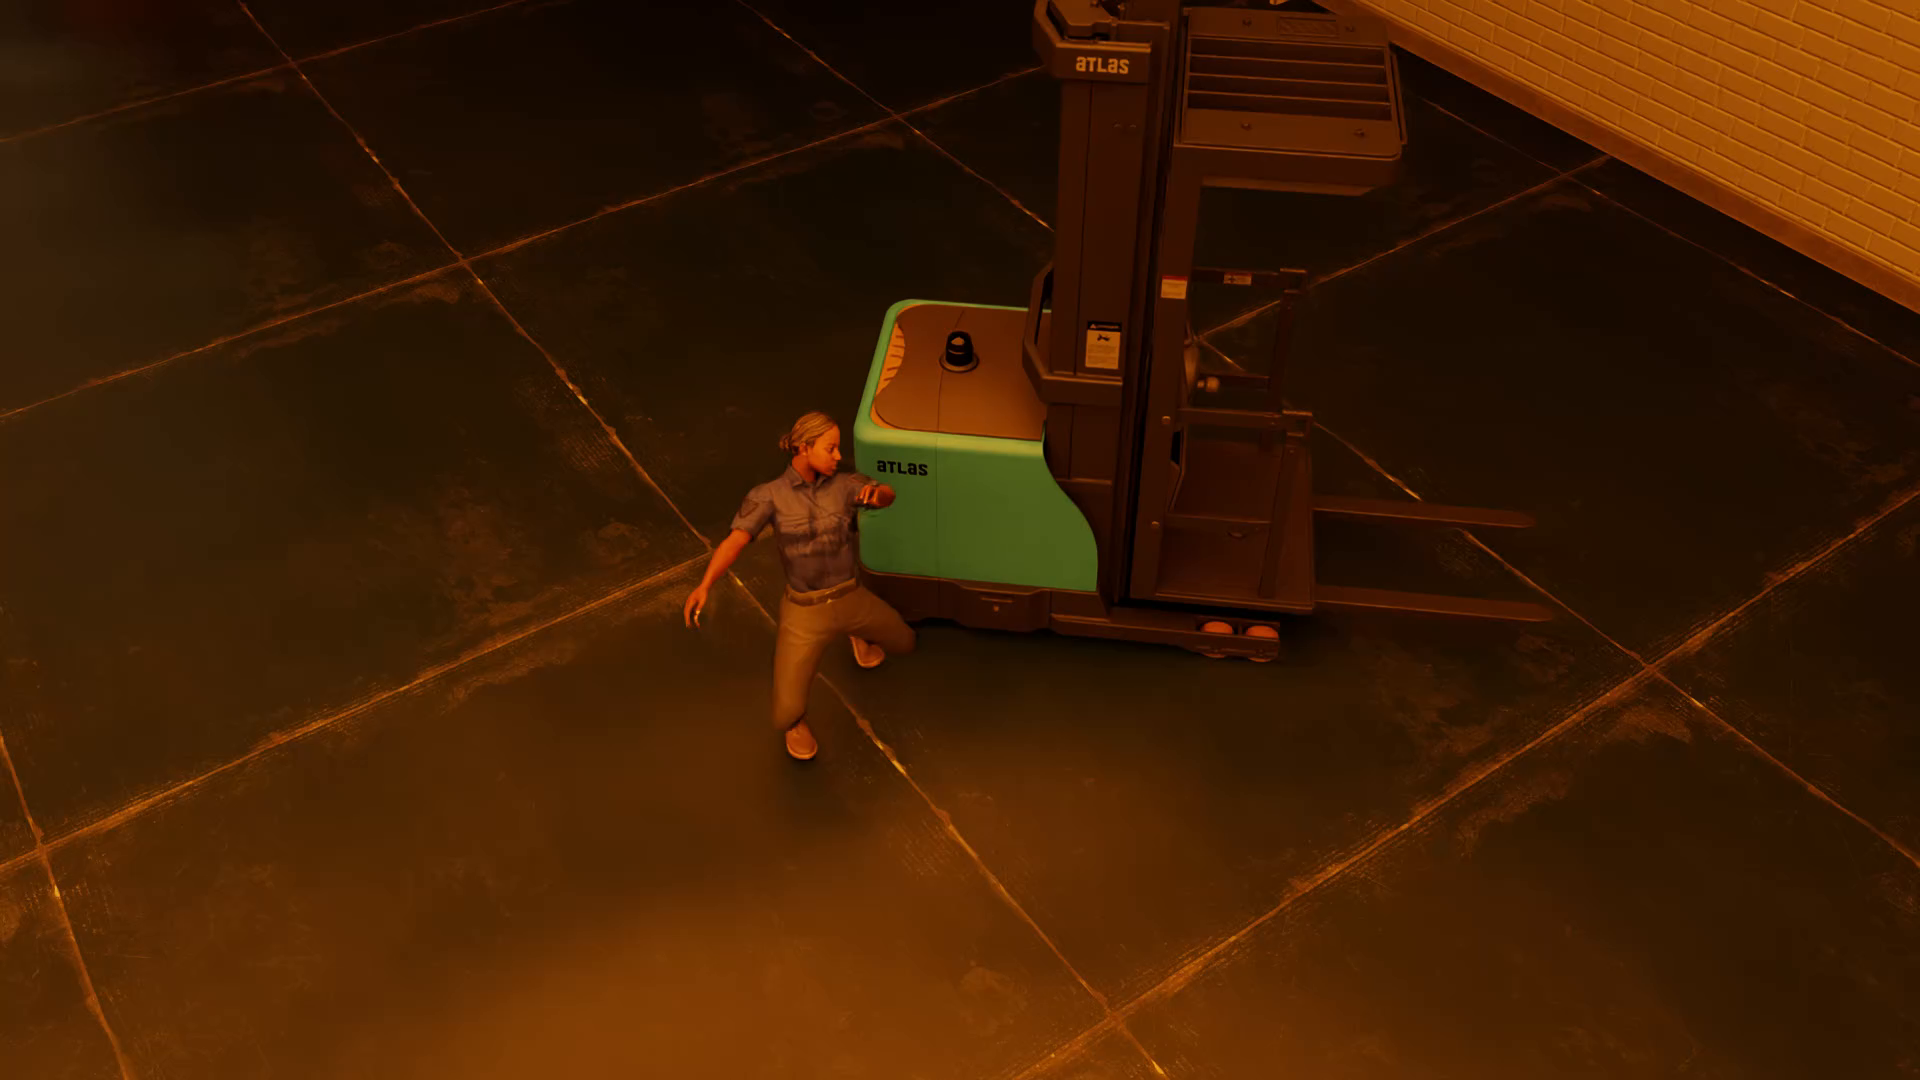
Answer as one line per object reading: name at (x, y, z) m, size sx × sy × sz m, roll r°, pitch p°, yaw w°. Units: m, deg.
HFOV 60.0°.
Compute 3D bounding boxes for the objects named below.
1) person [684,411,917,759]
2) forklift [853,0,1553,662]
person at (-0.645, 0.275, 6.467) m, size 1.015 × 1.471 × 0.680 m, roll -27°, pitch 49°, yaw -26°
forklift at (1.103, -0.928, 6.722) m, size 3.031 × 2.935 × 1.130 m, roll 5°, pitch 43°, yaw 6°
